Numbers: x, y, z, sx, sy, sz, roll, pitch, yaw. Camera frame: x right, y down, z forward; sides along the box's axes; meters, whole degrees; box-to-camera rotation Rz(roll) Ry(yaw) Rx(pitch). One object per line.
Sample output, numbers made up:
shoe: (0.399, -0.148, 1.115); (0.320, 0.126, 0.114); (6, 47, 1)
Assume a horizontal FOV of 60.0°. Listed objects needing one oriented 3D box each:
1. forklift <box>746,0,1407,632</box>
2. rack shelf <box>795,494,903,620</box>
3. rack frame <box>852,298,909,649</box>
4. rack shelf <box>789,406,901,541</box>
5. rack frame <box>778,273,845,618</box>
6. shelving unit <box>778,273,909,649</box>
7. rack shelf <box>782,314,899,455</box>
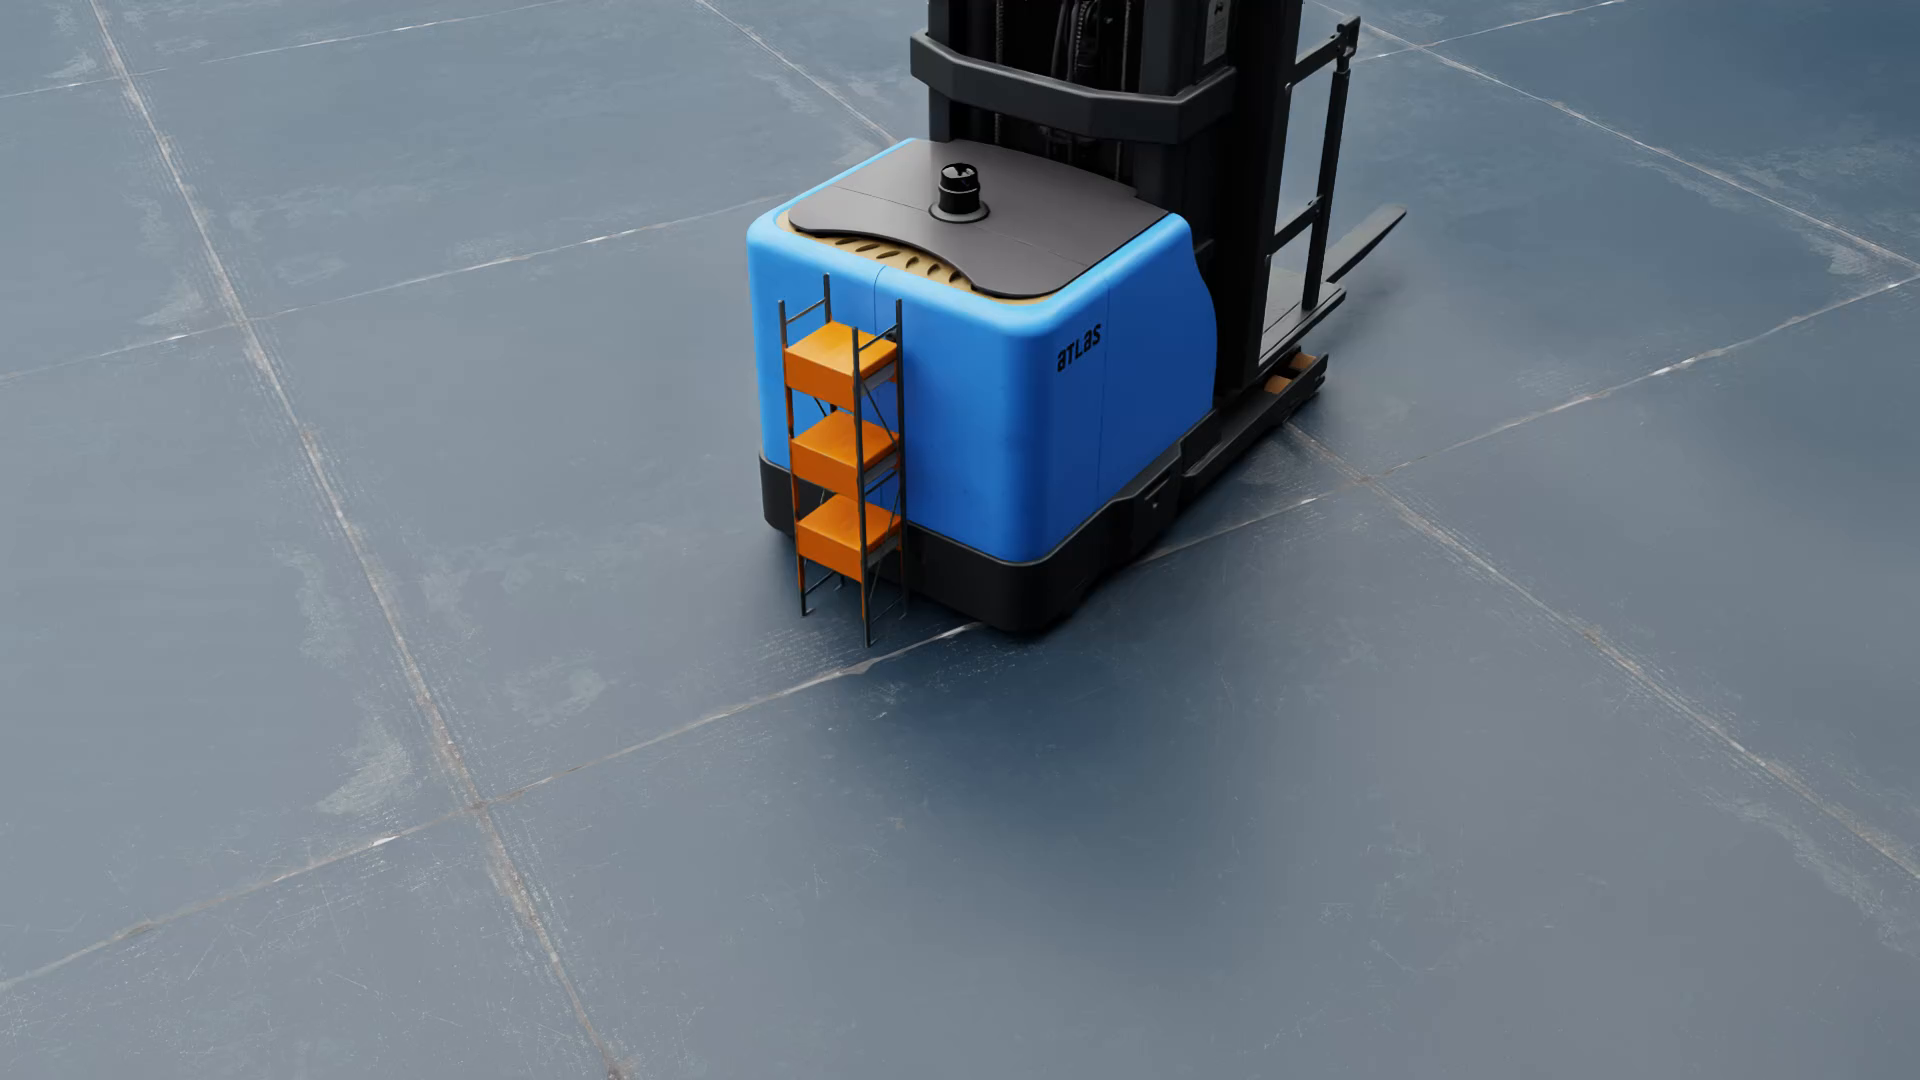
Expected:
forklift: (0.651, -1.741, 5.149); (1.130, 2.935, 3.031); (23, 42, 28)
rack shelf: (-0.312, 0.034, 4.803); (0.240, 0.259, 0.215); (23, 42, 28)
rack frame: (-0.213, -0.157, 4.575); (0.008, 1.050, 0.200); (23, 42, 28)
rack shelf: (-0.312, -0.191, 4.639); (0.240, 0.259, 0.215); (23, 42, 28)
rack frame: (-0.411, -0.241, 4.690); (0.008, 1.050, 0.200); (23, 42, 28)
shelving unit: (-0.312, -0.199, 4.633); (0.252, 1.050, 0.215); (23, 42, 28)
rack shelf: (-0.312, -0.420, 4.472); (0.240, 0.259, 0.215); (23, 42, 28)
